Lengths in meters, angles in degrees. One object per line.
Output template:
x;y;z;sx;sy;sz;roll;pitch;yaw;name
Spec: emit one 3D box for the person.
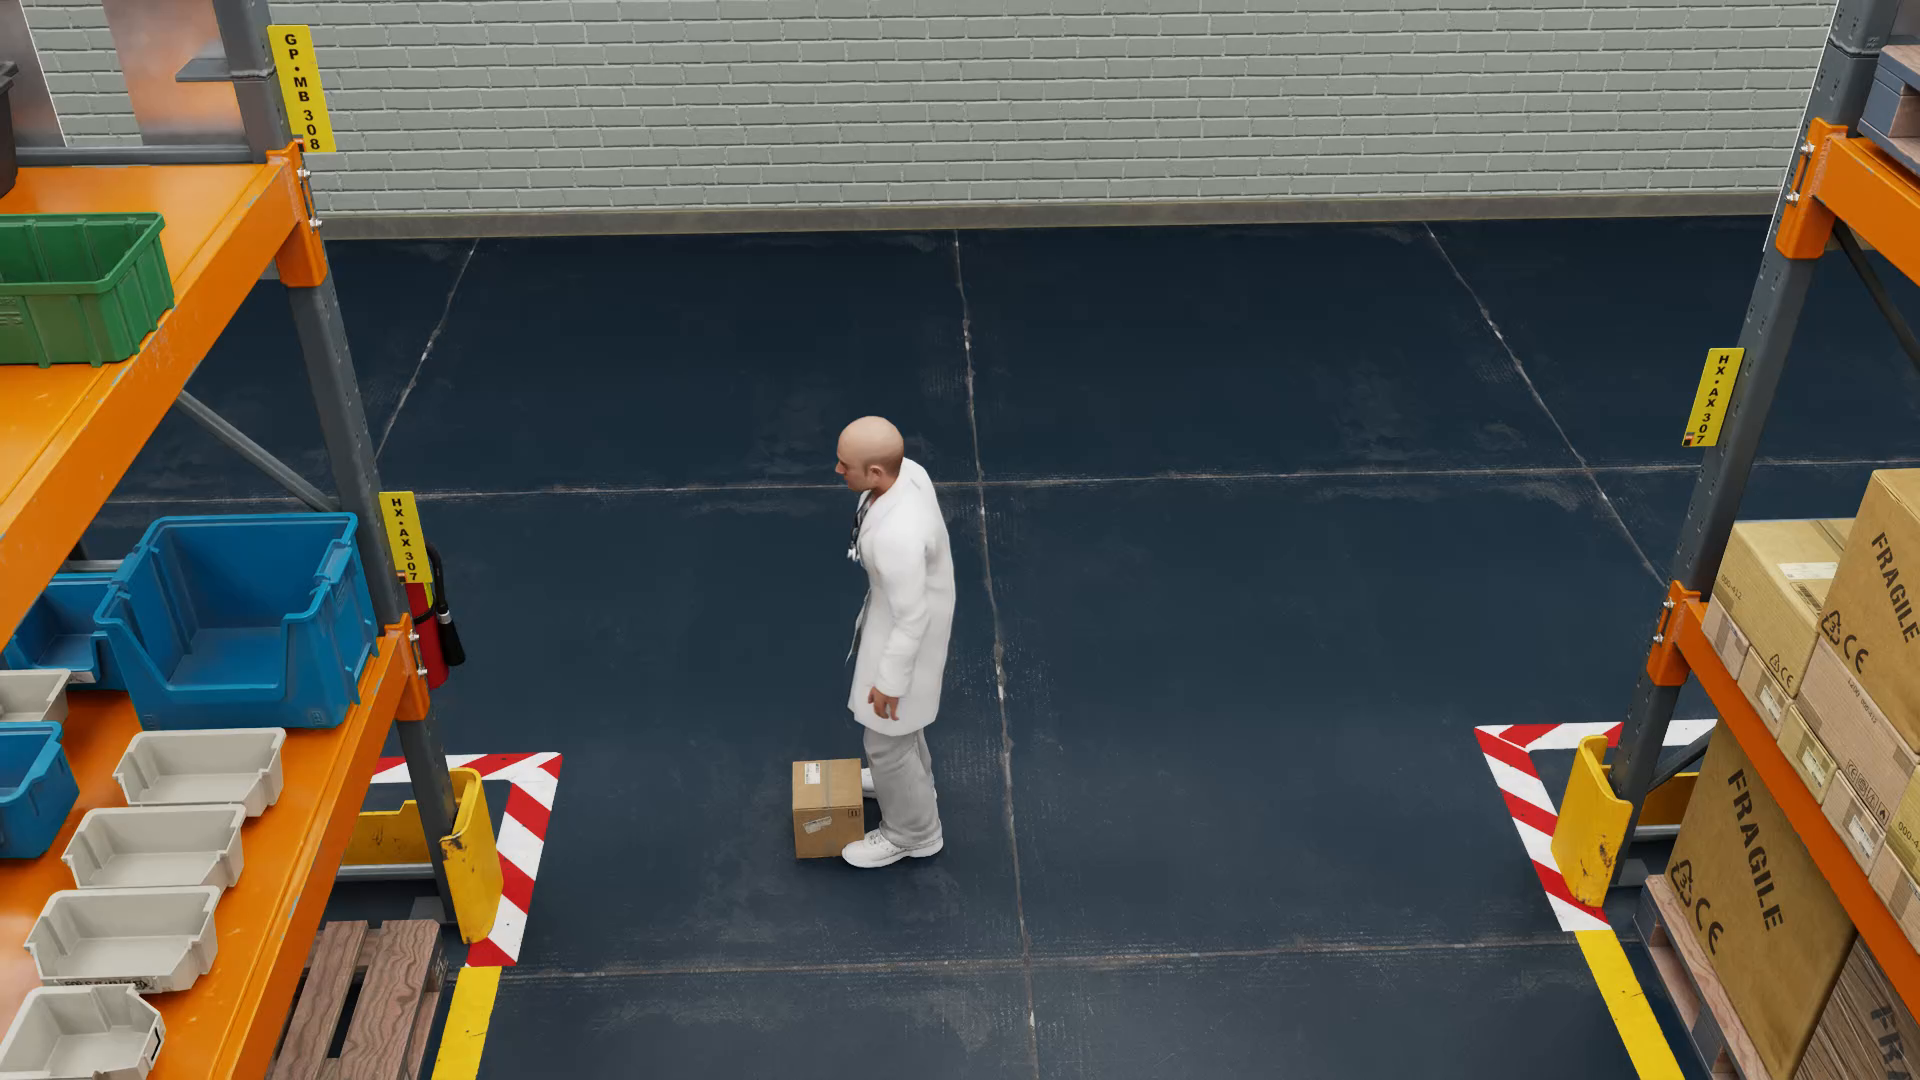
-0.229;0.342;5.666;0.426;1.773;0.640;-2;35;-2;person
